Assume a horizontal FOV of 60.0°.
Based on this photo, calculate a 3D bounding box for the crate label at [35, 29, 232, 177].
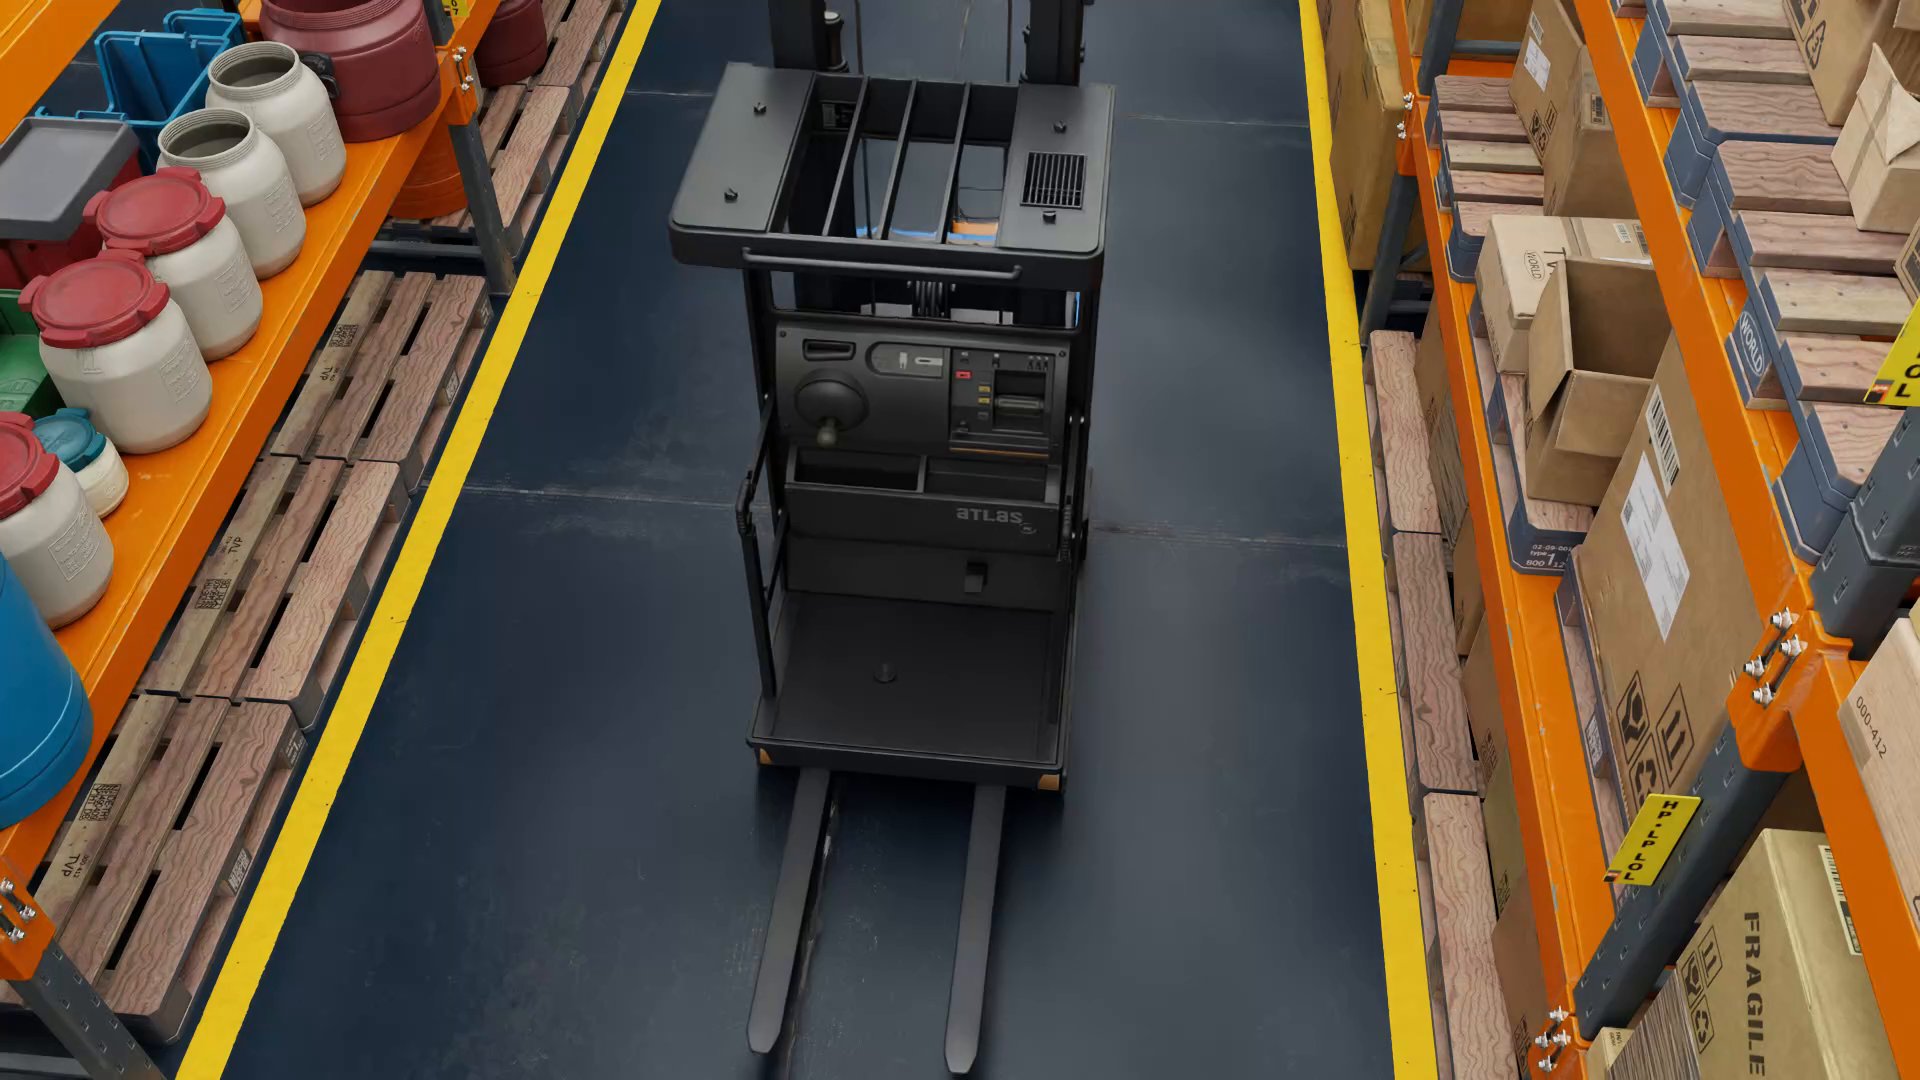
[{"bbox_3d":[-2.965,-1.532,6.120,0.502,0.435,0.616,4,48,4],"label":"crate label"}]

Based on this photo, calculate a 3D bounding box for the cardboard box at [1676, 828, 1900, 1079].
[{"bbox_3d":[1.668,0.883,2.989,0.500,0.500,0.500,4,48,4],"label":"cardboard box"}]

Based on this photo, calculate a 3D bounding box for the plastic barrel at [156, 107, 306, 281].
[{"bbox_3d":[-2.525,-1.190,5.756,0.421,0.512,0.421,0,48,0],"label":"plastic barrel"}]

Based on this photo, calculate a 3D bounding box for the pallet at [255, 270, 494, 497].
[{"bbox_3d":[-2.715,-0.724,7.295,1.003,0.211,1.213,4,48,4],"label":"pallet"}]

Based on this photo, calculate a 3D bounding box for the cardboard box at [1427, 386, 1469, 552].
[{"bbox_3d":[2.248,-0.301,6.415,0.700,0.500,0.500,0,48,0],"label":"cardboard box"}]

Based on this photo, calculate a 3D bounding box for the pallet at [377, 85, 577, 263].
[{"bbox_3d":[-2.575,-1.873,8.346,1.003,0.211,1.213,4,48,4],"label":"pallet"}]

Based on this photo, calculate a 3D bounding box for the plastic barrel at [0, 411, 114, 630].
[{"bbox_3d":[-2.665,-0.027,4.675,0.433,0.535,0.433,0,48,0],"label":"plastic barrel"}]

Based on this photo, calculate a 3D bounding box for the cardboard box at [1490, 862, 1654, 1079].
[{"bbox_3d":[2.040,1.286,4.963,0.700,0.500,0.500,1,48,1],"label":"cardboard box"}]

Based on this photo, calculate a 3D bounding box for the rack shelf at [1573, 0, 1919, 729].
[{"bbox_3d":[2.144,-1.199,4.294,1.077,0.370,4.000,4,48,4],"label":"rack shelf"}]

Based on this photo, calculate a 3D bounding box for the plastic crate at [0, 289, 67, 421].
[{"bbox_3d":[-3.093,-0.520,5.362,0.450,0.188,0.662,4,48,4],"label":"plastic crate"}]

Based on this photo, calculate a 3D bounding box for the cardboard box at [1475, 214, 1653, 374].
[{"bbox_3d":[1.945,-0.774,5.268,0.500,0.250,0.500,3,48,2],"label":"cardboard box"}]

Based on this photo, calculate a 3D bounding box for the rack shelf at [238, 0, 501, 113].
[{"bbox_3d":[-2.423,-3.459,8.394,1.077,0.370,4.000,4,48,4],"label":"rack shelf"}]

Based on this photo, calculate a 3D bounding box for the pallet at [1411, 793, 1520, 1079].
[{"bbox_3d":[2.032,1.409,5.344,1.003,0.211,1.213,4,48,4],"label":"pallet"}]

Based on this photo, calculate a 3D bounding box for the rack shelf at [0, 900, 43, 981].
[{"bbox_3d":[-3.152,2.420,3.017,1.077,0.370,4.000,4,48,4],"label":"rack shelf"}]

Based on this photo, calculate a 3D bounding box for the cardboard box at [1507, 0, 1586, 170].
[{"bbox_3d":[2.317,-1.675,5.923,0.500,0.500,0.500,-1,48,-1],"label":"cardboard box"}]

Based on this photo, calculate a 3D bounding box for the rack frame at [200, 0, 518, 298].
[{"bbox_3d":[-2.606,-2.232,6.784,1.000,3.000,0.127,4,48,4],"label":"rack frame"}]

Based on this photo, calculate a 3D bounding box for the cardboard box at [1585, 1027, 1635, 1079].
[{"bbox_3d":[1.643,1.263,3.758,0.380,0.149,0.250,4,48,4],"label":"cardboard box"}]

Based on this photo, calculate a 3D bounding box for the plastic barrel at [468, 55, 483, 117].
[{"bbox_3d":[-2.616,-2.316,8.262,0.421,0.512,0.421,0,48,0],"label":"plastic barrel"}]

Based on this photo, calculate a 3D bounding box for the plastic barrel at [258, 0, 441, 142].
[{"bbox_3d":[-2.346,-1.916,6.404,0.600,0.536,0.708,4,48,4],"label":"plastic barrel"}]

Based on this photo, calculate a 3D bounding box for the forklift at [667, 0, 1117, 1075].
[{"bbox_3d":[-0.143,-0.369,5.127,1.130,2.935,3.031,5,48,4],"label":"forklift"}]

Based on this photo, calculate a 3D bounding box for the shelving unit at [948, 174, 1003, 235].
[{"bbox_3d":[0.083,-0.963,6.844,0.258,1.200,0.189,5,48,4],"label":"shelving unit"}]

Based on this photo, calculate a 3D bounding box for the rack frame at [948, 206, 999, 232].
[{"bbox_3d":[0.073,-0.896,6.783,0.240,1.200,0.006,5,48,4],"label":"rack frame"}]

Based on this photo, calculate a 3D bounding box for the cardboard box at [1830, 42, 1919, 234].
[{"bbox_3d":[1.948,-0.766,3.217,0.396,0.266,0.258,5,48,5],"label":"cardboard box"}]

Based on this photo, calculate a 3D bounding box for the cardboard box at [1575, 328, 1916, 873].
[{"bbox_3d":[2.174,0.122,3.940,1.000,1.000,1.000,4,48,4],"label":"cardboard box"}]

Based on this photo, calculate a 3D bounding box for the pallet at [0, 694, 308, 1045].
[{"bbox_3d":[-2.937,1.069,5.655,1.003,0.211,1.213,4,48,4],"label":"pallet"}]

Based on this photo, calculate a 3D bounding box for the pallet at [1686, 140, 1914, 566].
[{"bbox_3d":[2.125,-0.355,3.162,1.213,0.211,1.003,4,48,4],"label":"pallet"}]

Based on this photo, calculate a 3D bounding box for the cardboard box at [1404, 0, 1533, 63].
[{"bbox_3d":[2.125,-2.312,6.790,0.500,0.500,0.500,5,48,5],"label":"cardboard box"}]

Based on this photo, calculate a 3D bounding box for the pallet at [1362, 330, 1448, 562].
[{"bbox_3d":[2.254,-0.384,6.984,1.003,0.211,1.213,4,48,4],"label":"pallet"}]

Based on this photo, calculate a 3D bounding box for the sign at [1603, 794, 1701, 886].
[{"bbox_3d":[1.409,0.615,3.396,0.100,0.325,0.005,4,48,4],"label":"sign"}]

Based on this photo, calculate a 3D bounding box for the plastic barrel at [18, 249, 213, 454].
[{"bbox_3d":[-2.598,-0.566,5.169,0.433,0.535,0.433,0,48,0],"label":"plastic barrel"}]

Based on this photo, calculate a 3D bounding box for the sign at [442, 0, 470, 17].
[{"bbox_3d":[-2.057,-2.255,6.695,0.100,0.325,0.005,4,48,4],"label":"sign"}]

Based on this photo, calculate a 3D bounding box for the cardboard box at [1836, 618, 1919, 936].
[{"bbox_3d":[1.666,0.392,2.453,0.500,0.250,0.500,2,48,2],"label":"cardboard box"}]

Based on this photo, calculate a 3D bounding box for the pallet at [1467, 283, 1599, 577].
[{"bbox_3d":[2.187,-0.377,5.218,1.003,0.211,1.213,4,48,4],"label":"pallet"}]

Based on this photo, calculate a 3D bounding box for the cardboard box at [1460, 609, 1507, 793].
[{"bbox_3d":[2.152,0.526,5.658,0.700,0.500,0.500,0,48,0],"label":"cardboard box"}]

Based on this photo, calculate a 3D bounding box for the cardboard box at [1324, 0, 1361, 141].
[{"bbox_3d":[2.499,-2.484,8.170,1.225,0.875,0.875,4,48,4],"label":"cardboard box"}]

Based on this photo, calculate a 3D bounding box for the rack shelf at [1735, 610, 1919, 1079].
[{"bbox_3d":[1.780,1.741,1.606,1.077,0.370,4.000,4,48,4],"label":"rack shelf"}]

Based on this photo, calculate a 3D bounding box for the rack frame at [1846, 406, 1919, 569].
[{"bbox_3d":[1.962,-0.984,1.578,1.000,3.000,0.127,4,48,4],"label":"rack frame"}]
